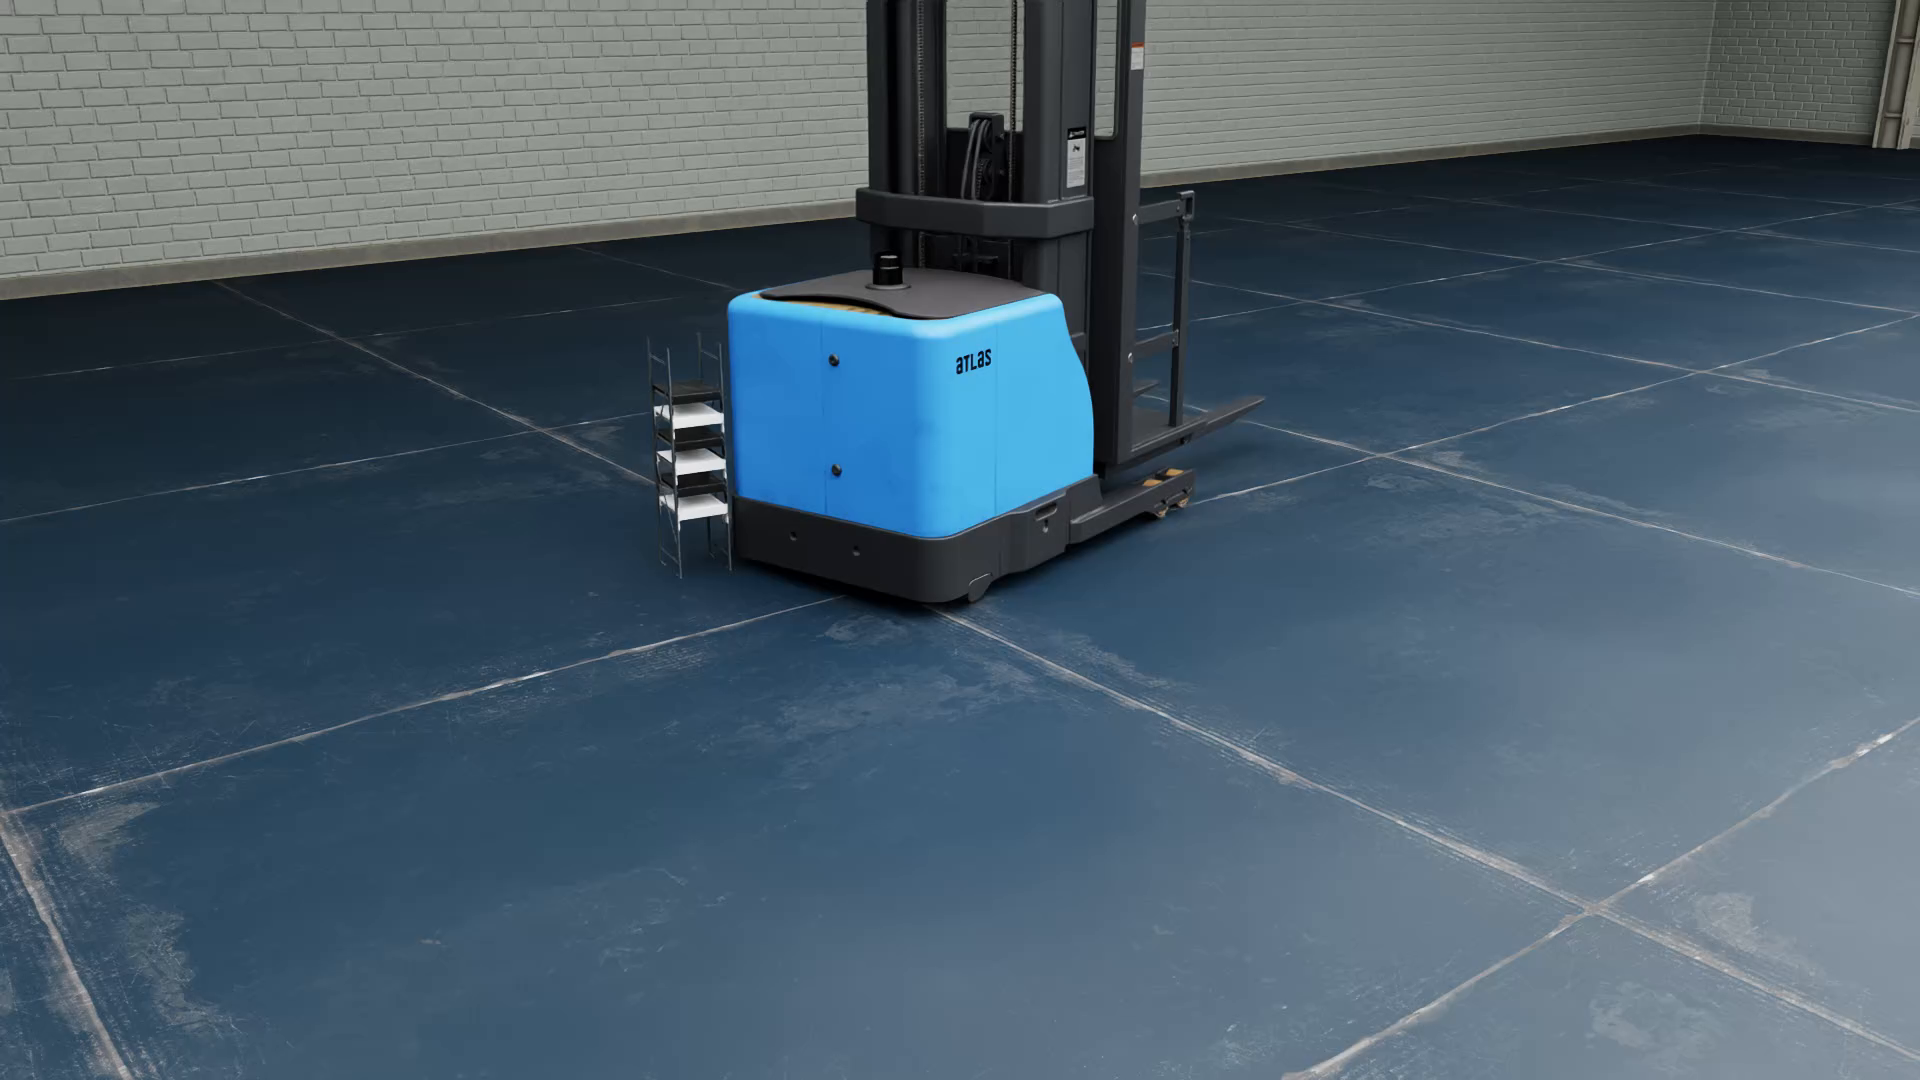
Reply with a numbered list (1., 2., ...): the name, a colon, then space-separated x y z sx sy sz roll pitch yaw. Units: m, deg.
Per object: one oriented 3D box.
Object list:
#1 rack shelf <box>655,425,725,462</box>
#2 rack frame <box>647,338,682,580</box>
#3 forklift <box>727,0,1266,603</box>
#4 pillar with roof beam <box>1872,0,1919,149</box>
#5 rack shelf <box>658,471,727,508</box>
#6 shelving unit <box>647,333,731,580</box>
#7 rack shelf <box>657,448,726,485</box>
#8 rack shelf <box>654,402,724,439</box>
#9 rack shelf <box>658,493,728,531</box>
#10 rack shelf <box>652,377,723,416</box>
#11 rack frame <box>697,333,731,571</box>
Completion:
1. rack shelf: -1.042 -0.377 6.390 0.200 0.077 0.258 -10 21 -27
2. rack frame: -1.132 -0.308 6.362 0.006 0.900 0.240 -10 21 -27
3. forklift: 0.380 -1.567 6.932 1.130 2.935 3.031 13 22 34
4. pillar with roof beam: 9.989 -9.066 19.925 9.100 9.000 0.400 -14 23 -36
5. rack shelf: -1.042 -0.206 6.447 0.200 0.077 0.258 -10 21 -27
6. shelving unit: -1.042 -0.324 6.408 0.210 0.900 0.258 -10 21 -27
7. rack shelf: -1.042 -0.292 6.418 0.200 0.077 0.258 -10 21 -27
8. rack shelf: -1.042 -0.463 6.362 0.200 0.077 0.258 -10 21 -27
9. rack shelf: -1.042 -0.121 6.475 0.200 0.077 0.258 -10 21 -27
10. rack shelf: -1.042 -0.548 6.334 0.200 0.077 0.258 -10 21 -27
11. rack frame: -0.953 -0.339 6.454 0.006 0.900 0.240 -10 21 -27
